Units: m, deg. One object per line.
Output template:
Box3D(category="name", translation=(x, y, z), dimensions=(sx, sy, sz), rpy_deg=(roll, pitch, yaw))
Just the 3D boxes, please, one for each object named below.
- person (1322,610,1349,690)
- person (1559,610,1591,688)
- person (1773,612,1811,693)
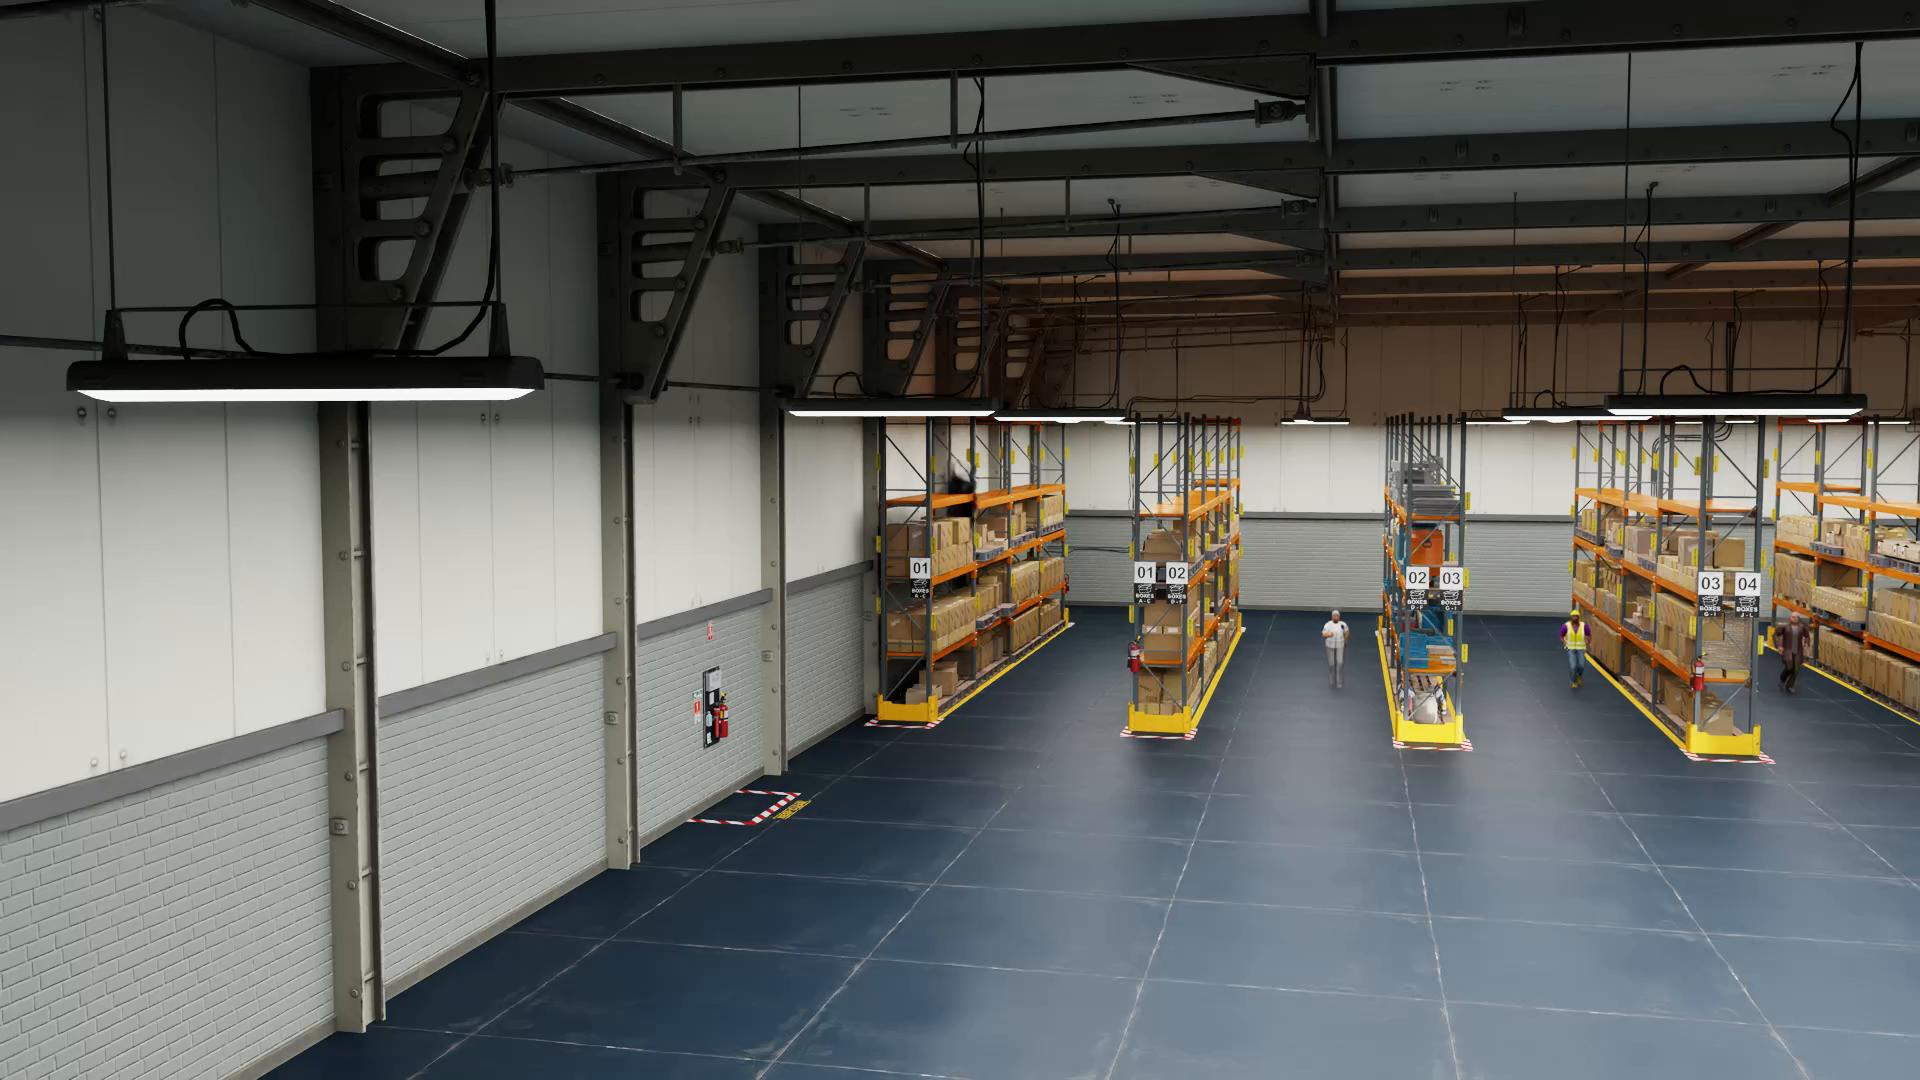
Box3D(category="person", translation=(8.280, 2.407, 36.683), dimensions=(0.588, 1.718, 0.735), rpy_deg=(1, 4, 12))
Box3D(category="person", translation=(13.467, 2.395, 36.379), dimensions=(0.674, 1.719, 0.569), rpy_deg=(1, 4, 16))
Box3D(category="person", translation=(17.963, 2.427, 35.852), dimensions=(0.722, 1.746, 0.628), rpy_deg=(1, 4, 8))
